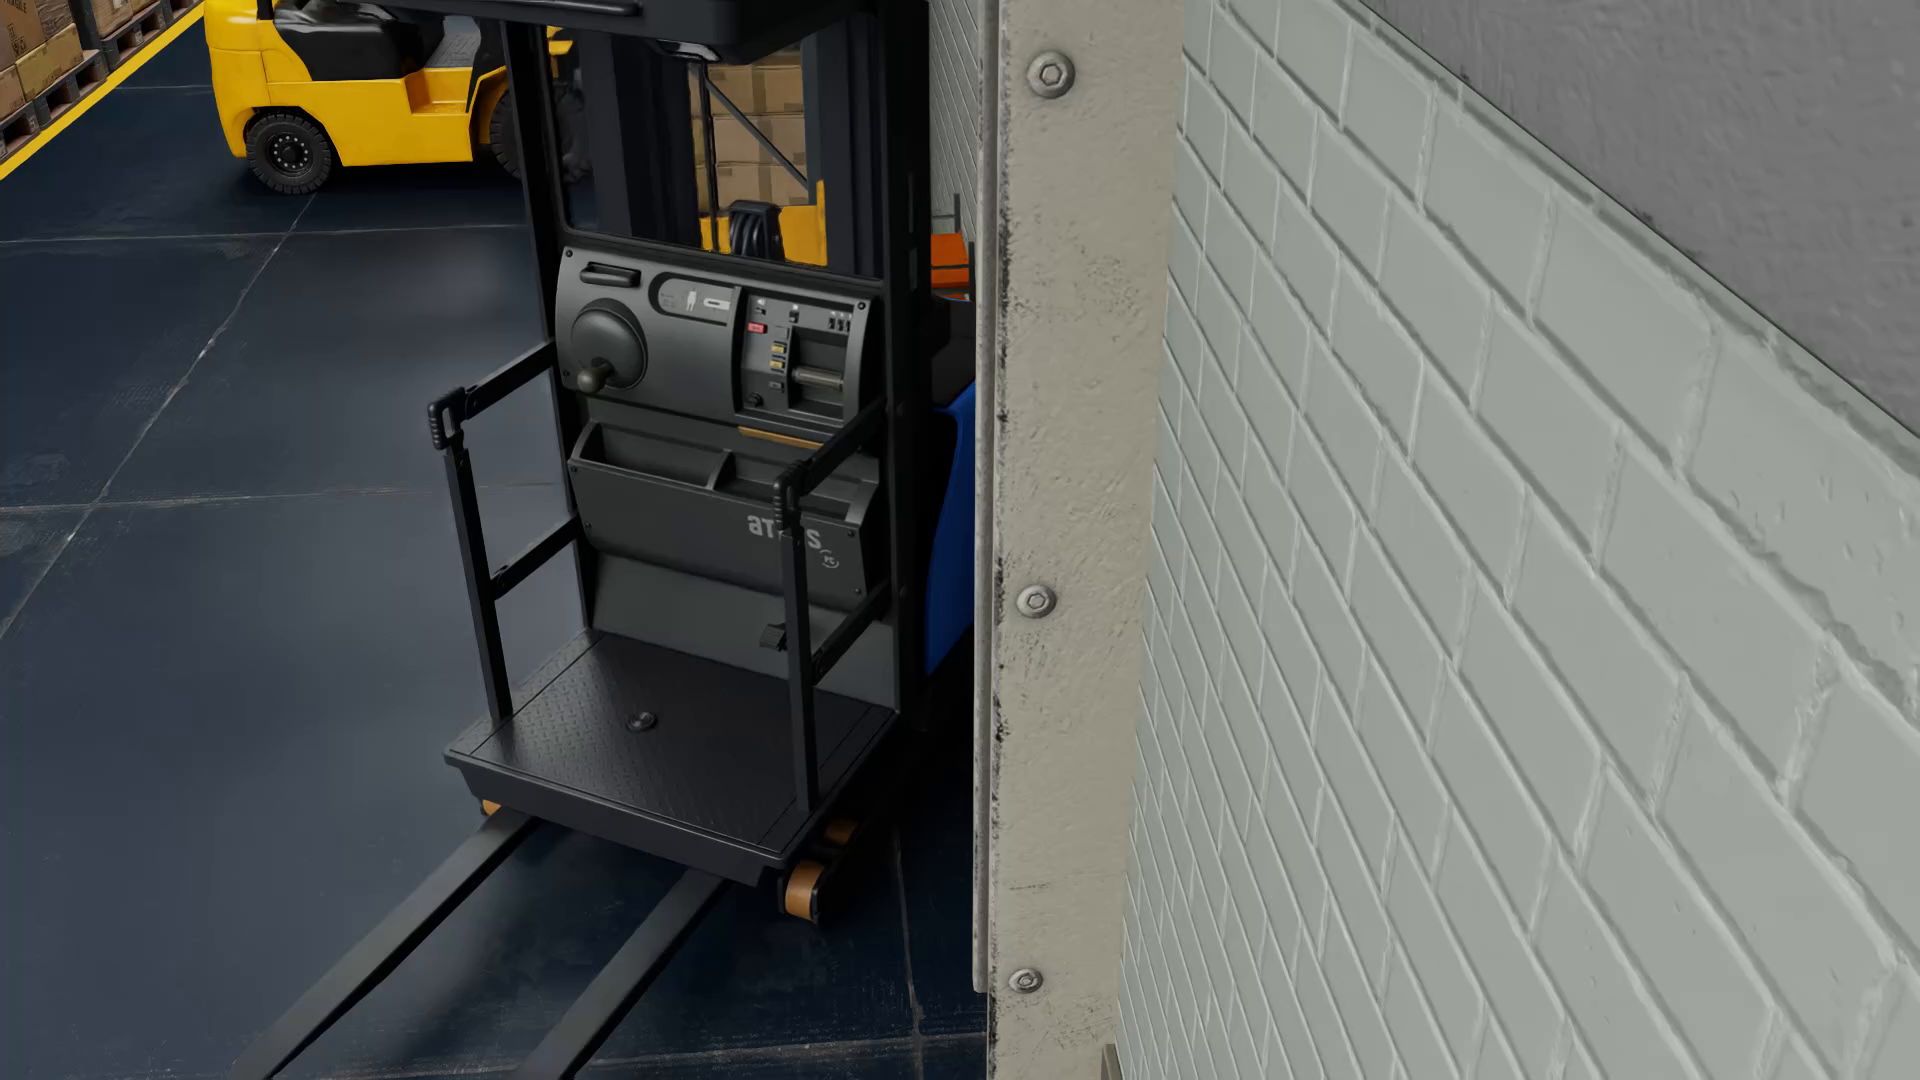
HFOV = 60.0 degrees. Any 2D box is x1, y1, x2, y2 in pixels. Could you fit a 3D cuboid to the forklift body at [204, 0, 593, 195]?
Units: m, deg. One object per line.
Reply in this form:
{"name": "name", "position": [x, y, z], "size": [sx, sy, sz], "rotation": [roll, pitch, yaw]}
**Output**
{"name": "forklift body", "position": [-3.182, -3.236, 9.570], "size": [2.313, 2.155, 1.214], "rotation": [-3, 31, -5]}

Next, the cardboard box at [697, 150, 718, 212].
{"name": "cardboard box", "position": [-1.547, -1.944, 8.852], "size": [0.500, 0.250, 0.500], "rotation": [-3, 31, -4]}

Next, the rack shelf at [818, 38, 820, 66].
{"name": "rack shelf", "position": [-1.375, -3.432, 9.772], "size": [1.077, 0.370, 4.000], "rotation": [-3, 31, -5]}

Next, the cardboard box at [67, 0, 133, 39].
{"name": "cardboard box", "position": [-6.555, -3.842, 11.910], "size": [0.950, 0.372, 0.625], "rotation": [-2, 31, -4]}

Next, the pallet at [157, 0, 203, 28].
{"name": "pallet", "position": [-6.695, -4.347, 13.322], "size": [1.003, 0.211, 1.213], "rotation": [-3, 31, -5]}

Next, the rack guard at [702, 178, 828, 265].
{"name": "rack guard", "position": [-1.186, -1.634, 8.499], "size": [1.175, 0.500, 0.348], "rotation": [-3, 31, -5]}

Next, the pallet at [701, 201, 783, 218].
{"name": "pallet", "position": [-1.302, -1.911, 9.244], "size": [1.003, 0.211, 1.213], "rotation": [-3, 31, -5]}

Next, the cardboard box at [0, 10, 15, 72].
{"name": "cardboard box", "position": [-6.083, -3.035, 9.946], "size": [0.500, 0.500, 0.500], "rotation": [-1, 31, -2]}

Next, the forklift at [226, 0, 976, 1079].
{"name": "forklift", "position": [-0.744, -0.477, 4.191], "size": [1.130, 2.935, 3.031], "rotation": [13, 33, 20]}

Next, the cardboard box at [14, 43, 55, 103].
{"name": "cardboard box", "position": [-6.121, -2.962, 10.555], "size": [0.500, 0.250, 0.500], "rotation": [-4, 31, -6]}

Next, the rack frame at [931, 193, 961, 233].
{"name": "rack frame", "position": [-0.105, -0.724, 6.285], "size": [0.240, 1.200, 0.015], "rotation": [-4, 31, -4]}

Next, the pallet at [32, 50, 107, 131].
{"name": "pallet", "position": [-6.406, -2.984, 11.040], "size": [1.003, 0.211, 1.213], "rotation": [-3, 31, -5]}

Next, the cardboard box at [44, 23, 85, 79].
{"name": "cardboard box", "position": [-6.181, -3.233, 11.010], "size": [0.500, 0.250, 0.500], "rotation": [-1, 31, -2]}

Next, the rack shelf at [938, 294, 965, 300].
{"name": "rack shelf", "position": [-0.084, -0.733, 5.996], "size": [0.258, 0.148, 0.480], "rotation": [-4, 31, -4]}

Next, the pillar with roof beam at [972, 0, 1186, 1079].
{"name": "pillar with roof beam", "position": [-4.082, -2.424, 1.534], "size": [9.100, 9.000, 0.400], "rotation": [-3, 31, -5]}

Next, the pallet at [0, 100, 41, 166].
{"name": "pallet", "position": [-6.289, -2.360, 9.995], "size": [1.003, 0.211, 1.213], "rotation": [-3, 31, -5]}

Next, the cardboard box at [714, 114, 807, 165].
{"name": "cardboard box", "position": [-1.026, -2.184, 8.766], "size": [0.500, 0.250, 0.500], "rotation": [-2, 31, -4]}

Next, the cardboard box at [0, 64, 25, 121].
{"name": "cardboard box", "position": [-6.078, -2.702, 10.120], "size": [0.500, 0.250, 0.500], "rotation": [-2, 31, -4]}

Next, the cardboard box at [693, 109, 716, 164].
{"name": "cardboard box", "position": [-1.545, -2.168, 8.738], "size": [0.500, 0.250, 0.500], "rotation": [-3, 31, -5]}

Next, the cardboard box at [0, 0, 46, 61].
{"name": "cardboard box", "position": [-6.132, -3.295, 10.382], "size": [0.500, 0.500, 0.500], "rotation": [-2, 31, -4]}

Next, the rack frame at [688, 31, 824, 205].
{"name": "rack frame", "position": [-1.188, -2.720, 7.878], "size": [1.000, 3.000, 0.127], "rotation": [-3, 31, -5]}

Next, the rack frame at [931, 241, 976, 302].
{"name": "rack frame", "position": [-0.055, -0.475, 5.868], "size": [0.240, 1.200, 0.015], "rotation": [-4, 31, -4]}

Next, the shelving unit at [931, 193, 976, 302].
{"name": "shelving unit", "position": [-0.080, -0.599, 6.076], "size": [0.258, 1.200, 0.503], "rotation": [-4, 31, -4]}

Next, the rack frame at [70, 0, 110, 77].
{"name": "rack frame", "position": [-6.504, -4.522, 10.896], "size": [1.000, 3.000, 0.127], "rotation": [-3, 31, -5]}

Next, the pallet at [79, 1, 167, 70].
{"name": "pallet", "position": [-6.578, -3.723, 12.276], "size": [1.003, 0.211, 1.213], "rotation": [-3, 31, -5]}

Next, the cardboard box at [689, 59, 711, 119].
{"name": "cardboard box", "position": [-1.542, -2.369, 8.588], "size": [0.500, 0.250, 0.500], "rotation": [-2, 31, -3]}

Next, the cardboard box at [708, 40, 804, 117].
{"name": "cardboard box", "position": [-1.045, -2.403, 8.645], "size": [0.500, 0.250, 0.500], "rotation": [-3, 31, -5]}

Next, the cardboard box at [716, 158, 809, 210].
{"name": "cardboard box", "position": [-1.040, -1.980, 8.911], "size": [0.500, 0.250, 0.500], "rotation": [-3, 31, -4]}

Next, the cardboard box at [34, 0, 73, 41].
{"name": "cardboard box", "position": [-6.181, -3.555, 10.817], "size": [0.500, 0.500, 0.500], "rotation": [-3, 31, -5]}

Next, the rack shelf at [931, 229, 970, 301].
{"name": "rack shelf", "position": [-0.090, -0.936, 5.874], "size": [0.258, 0.148, 0.480], "rotation": [-4, 31, -4]}

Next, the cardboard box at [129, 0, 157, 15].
{"name": "cardboard box", "position": [-6.626, -4.209, 12.524], "size": [0.950, 0.372, 0.625], "rotation": [-1, 31, -1]}
